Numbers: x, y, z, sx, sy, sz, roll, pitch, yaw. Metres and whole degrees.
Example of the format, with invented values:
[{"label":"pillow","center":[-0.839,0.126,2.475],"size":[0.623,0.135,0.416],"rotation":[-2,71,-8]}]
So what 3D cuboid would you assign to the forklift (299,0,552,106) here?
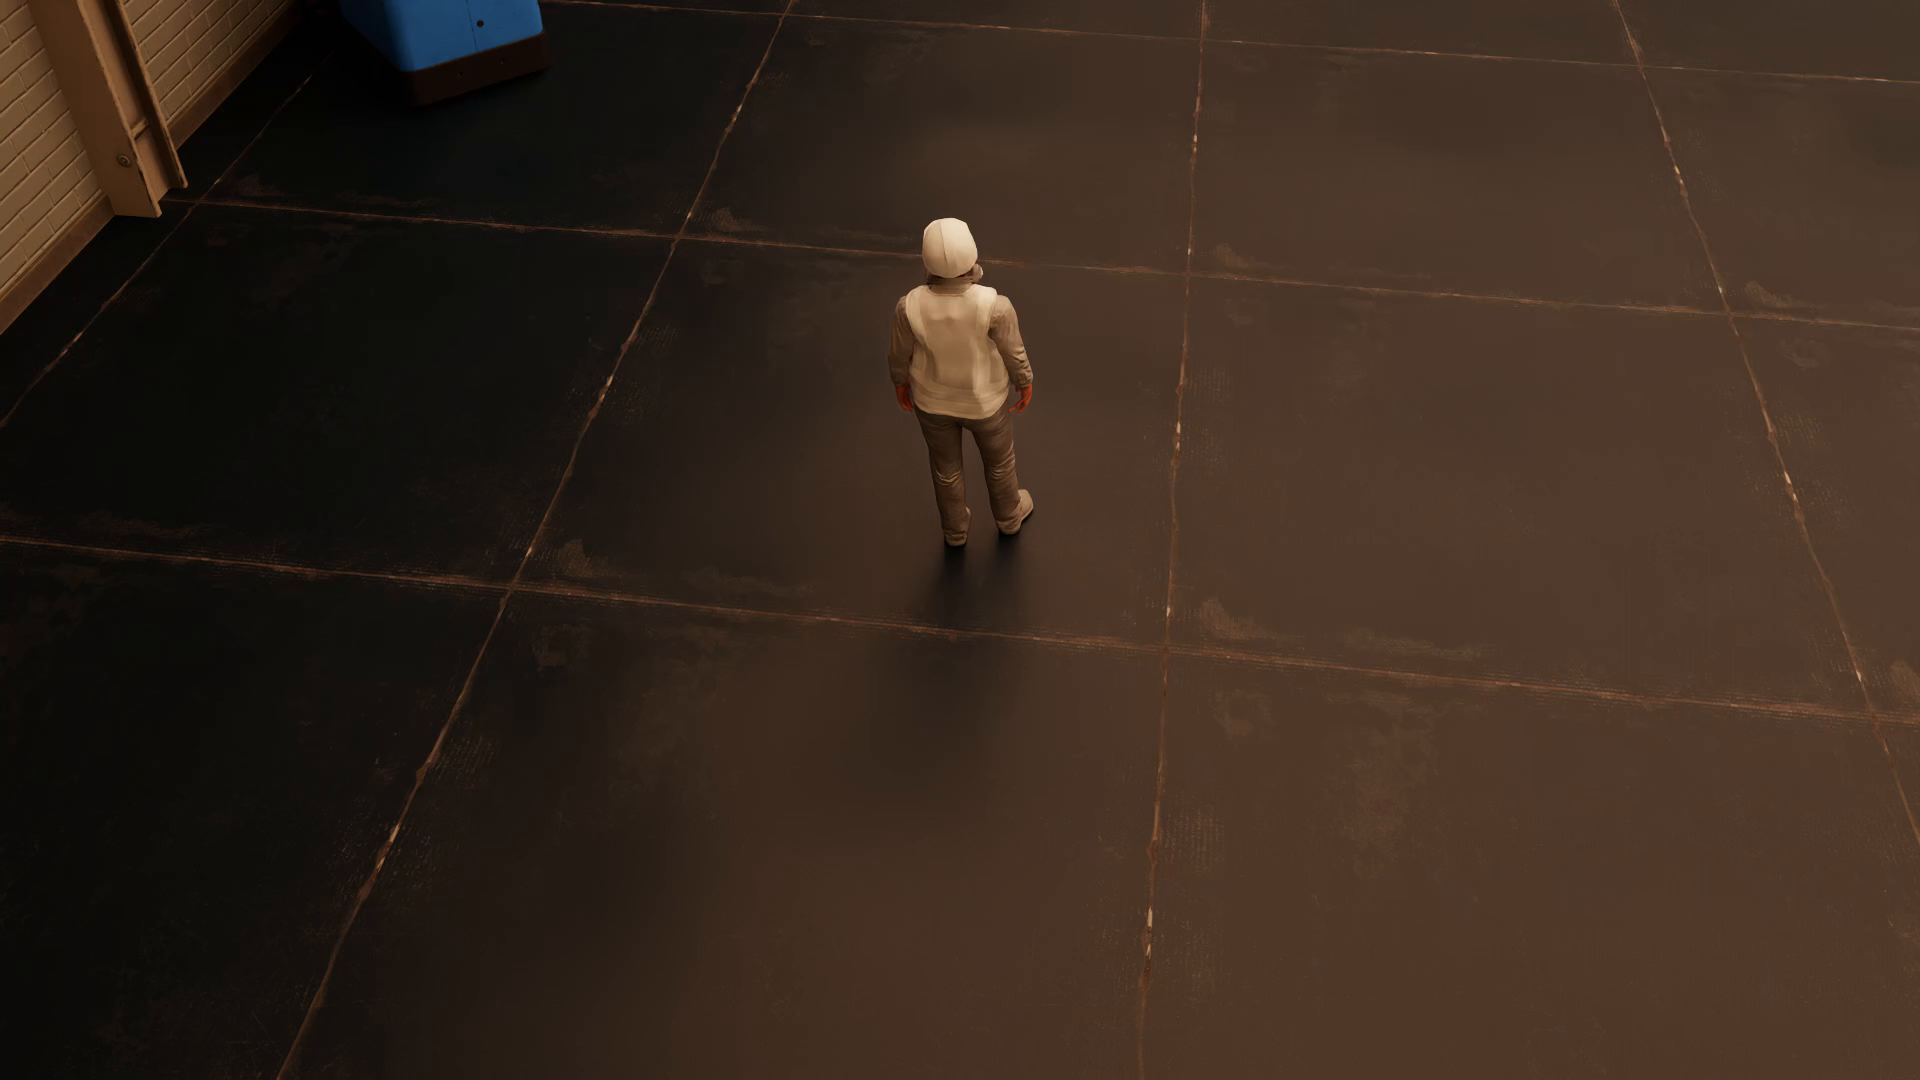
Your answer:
[{"label":"forklift","center":[-4.063,-4.866,11.021],"size":[1.130,2.935,3.031],"rotation":[-27,49,-26]}]

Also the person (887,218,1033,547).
[{"label":"person","center":[0.016,-0.699,7.330],"size":[0.632,1.773,0.568],"rotation":[5,43,6]}]
